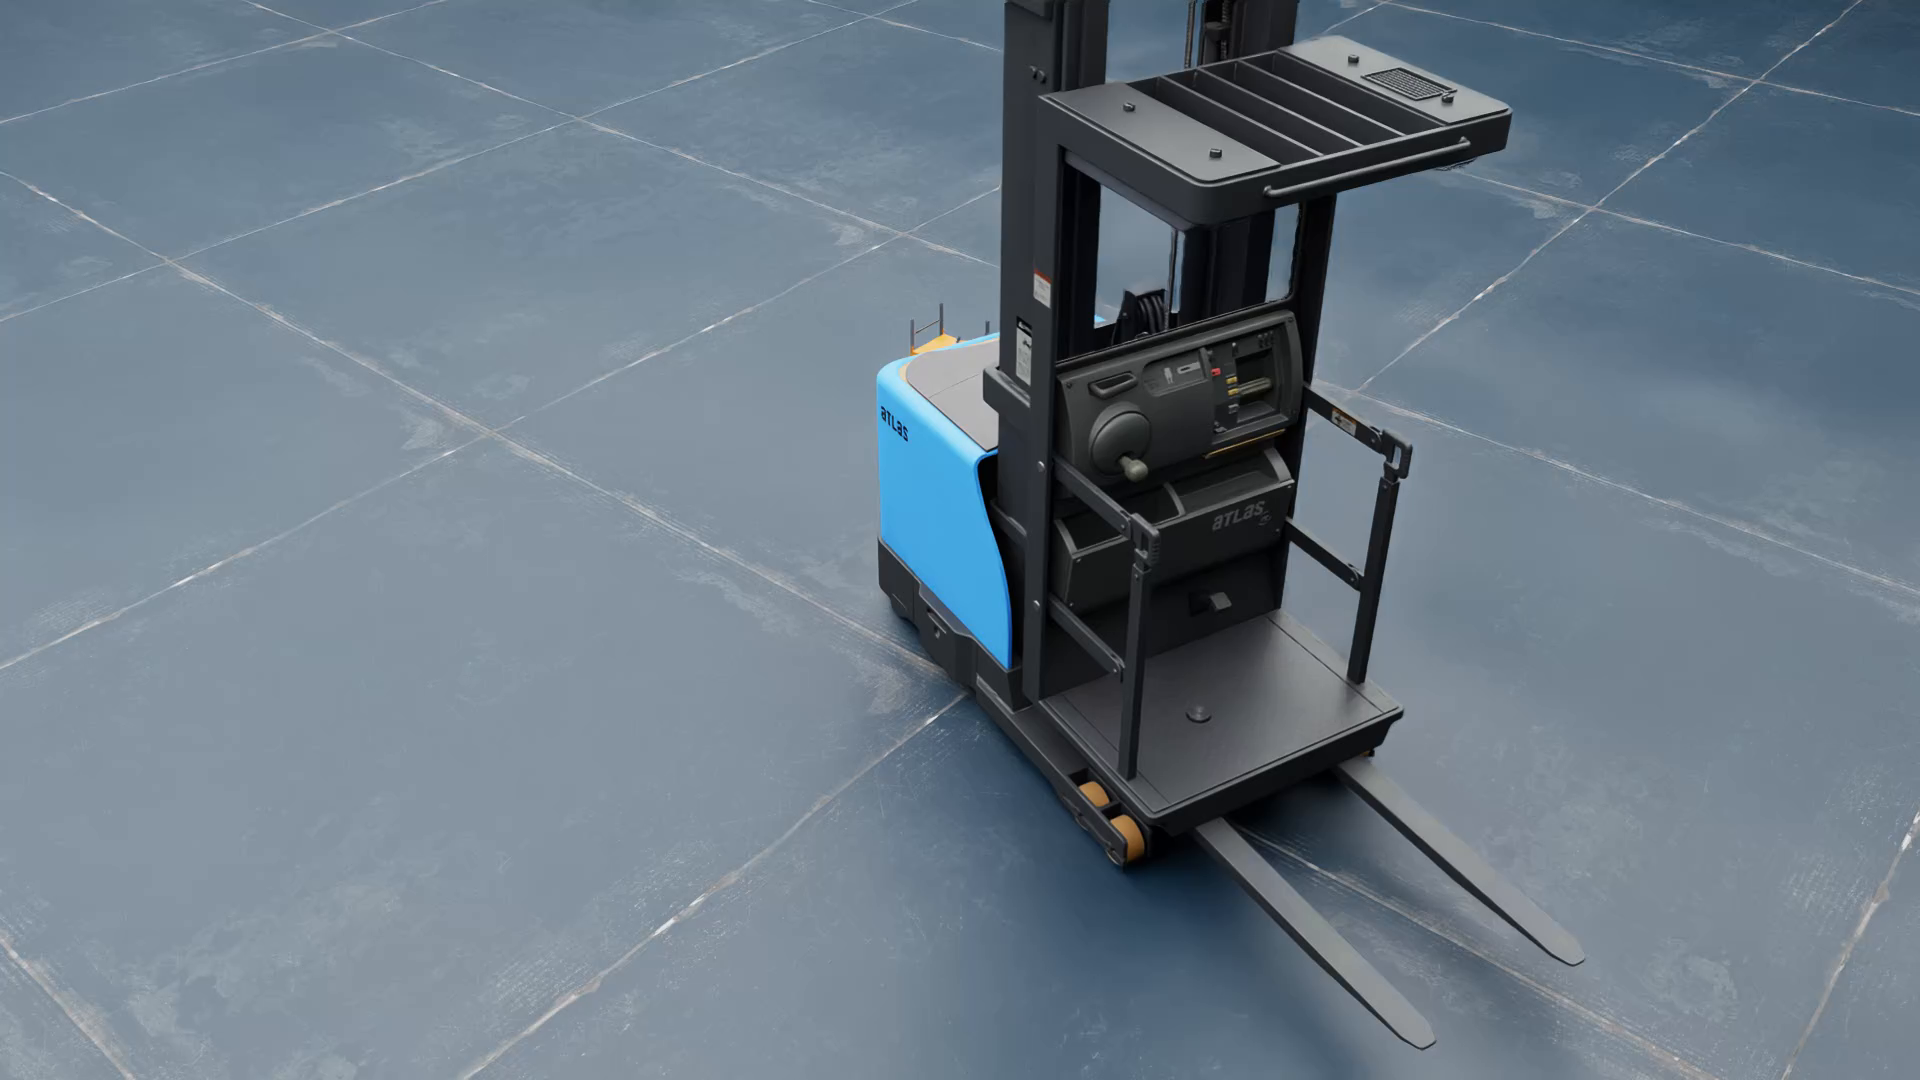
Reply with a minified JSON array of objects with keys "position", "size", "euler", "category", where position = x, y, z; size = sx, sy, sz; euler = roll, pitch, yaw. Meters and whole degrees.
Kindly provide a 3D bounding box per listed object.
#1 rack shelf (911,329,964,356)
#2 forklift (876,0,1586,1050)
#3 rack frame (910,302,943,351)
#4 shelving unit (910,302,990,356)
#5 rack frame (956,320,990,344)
[{"position":[-0.041,-0.677,6.826],"size":[0.240,0.259,0.215],"euler":[25,42,32],"category":"rack shelf"},{"position":[0.842,-0.407,5.253],"size":[1.130,2.935,3.031],"euler":[-18,38,-25],"category":"forklift"},{"position":[-0.135,-0.496,7.045],"size":[0.008,1.050,0.200],"euler":[25,42,32],"category":"rack frame"},{"position":[-0.041,-0.452,6.981],"size":[0.252,1.050,0.215],"euler":[25,42,32],"category":"shelving unit"},{"position":[0.053,-0.408,6.917],"size":[0.008,1.050,0.200],"euler":[25,42,32],"category":"rack frame"}]
